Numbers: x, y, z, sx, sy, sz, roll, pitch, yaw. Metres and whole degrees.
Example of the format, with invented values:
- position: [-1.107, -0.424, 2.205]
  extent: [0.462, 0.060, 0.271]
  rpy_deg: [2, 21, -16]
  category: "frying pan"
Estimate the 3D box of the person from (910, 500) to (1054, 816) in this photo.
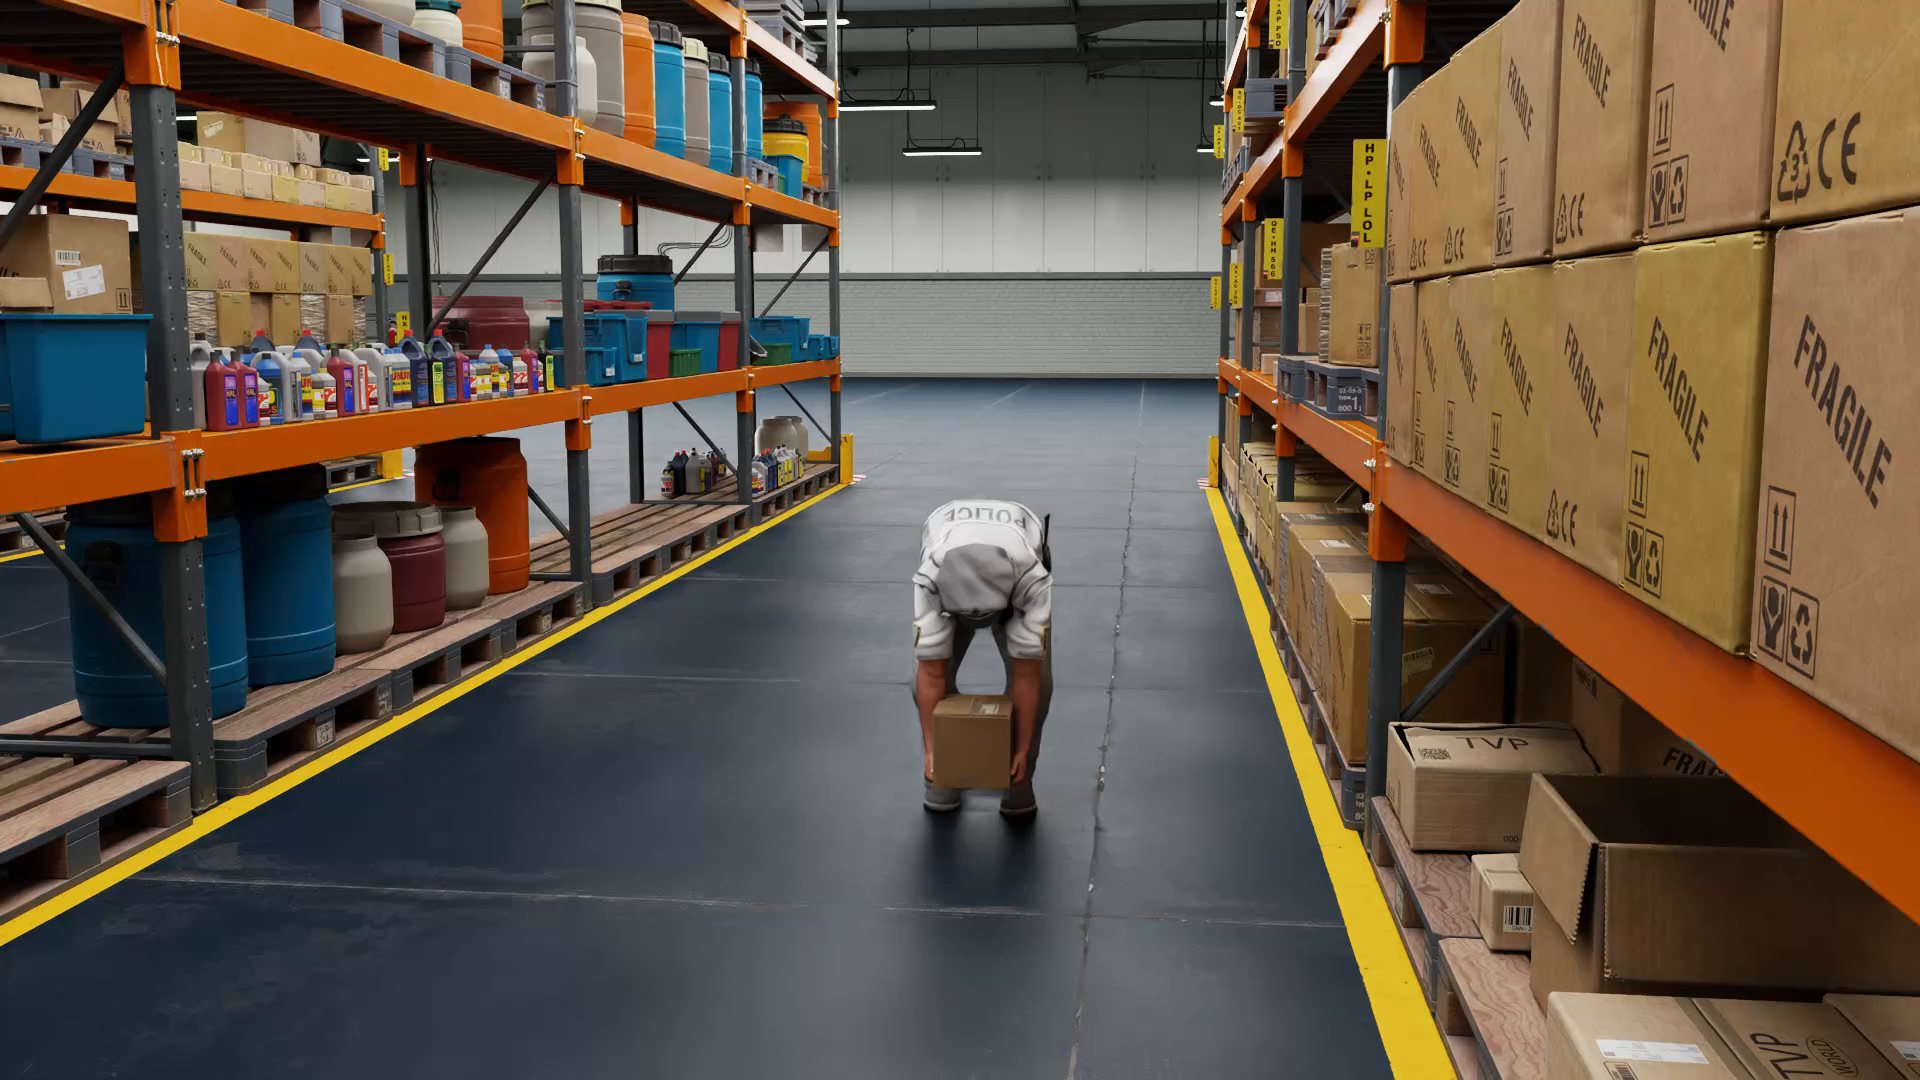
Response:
- position: [0.065, 0.425, 5.619]
  extent: [0.499, 1.081, 1.043]
  rpy_deg: [1, 8, 4]
  category: "person"
